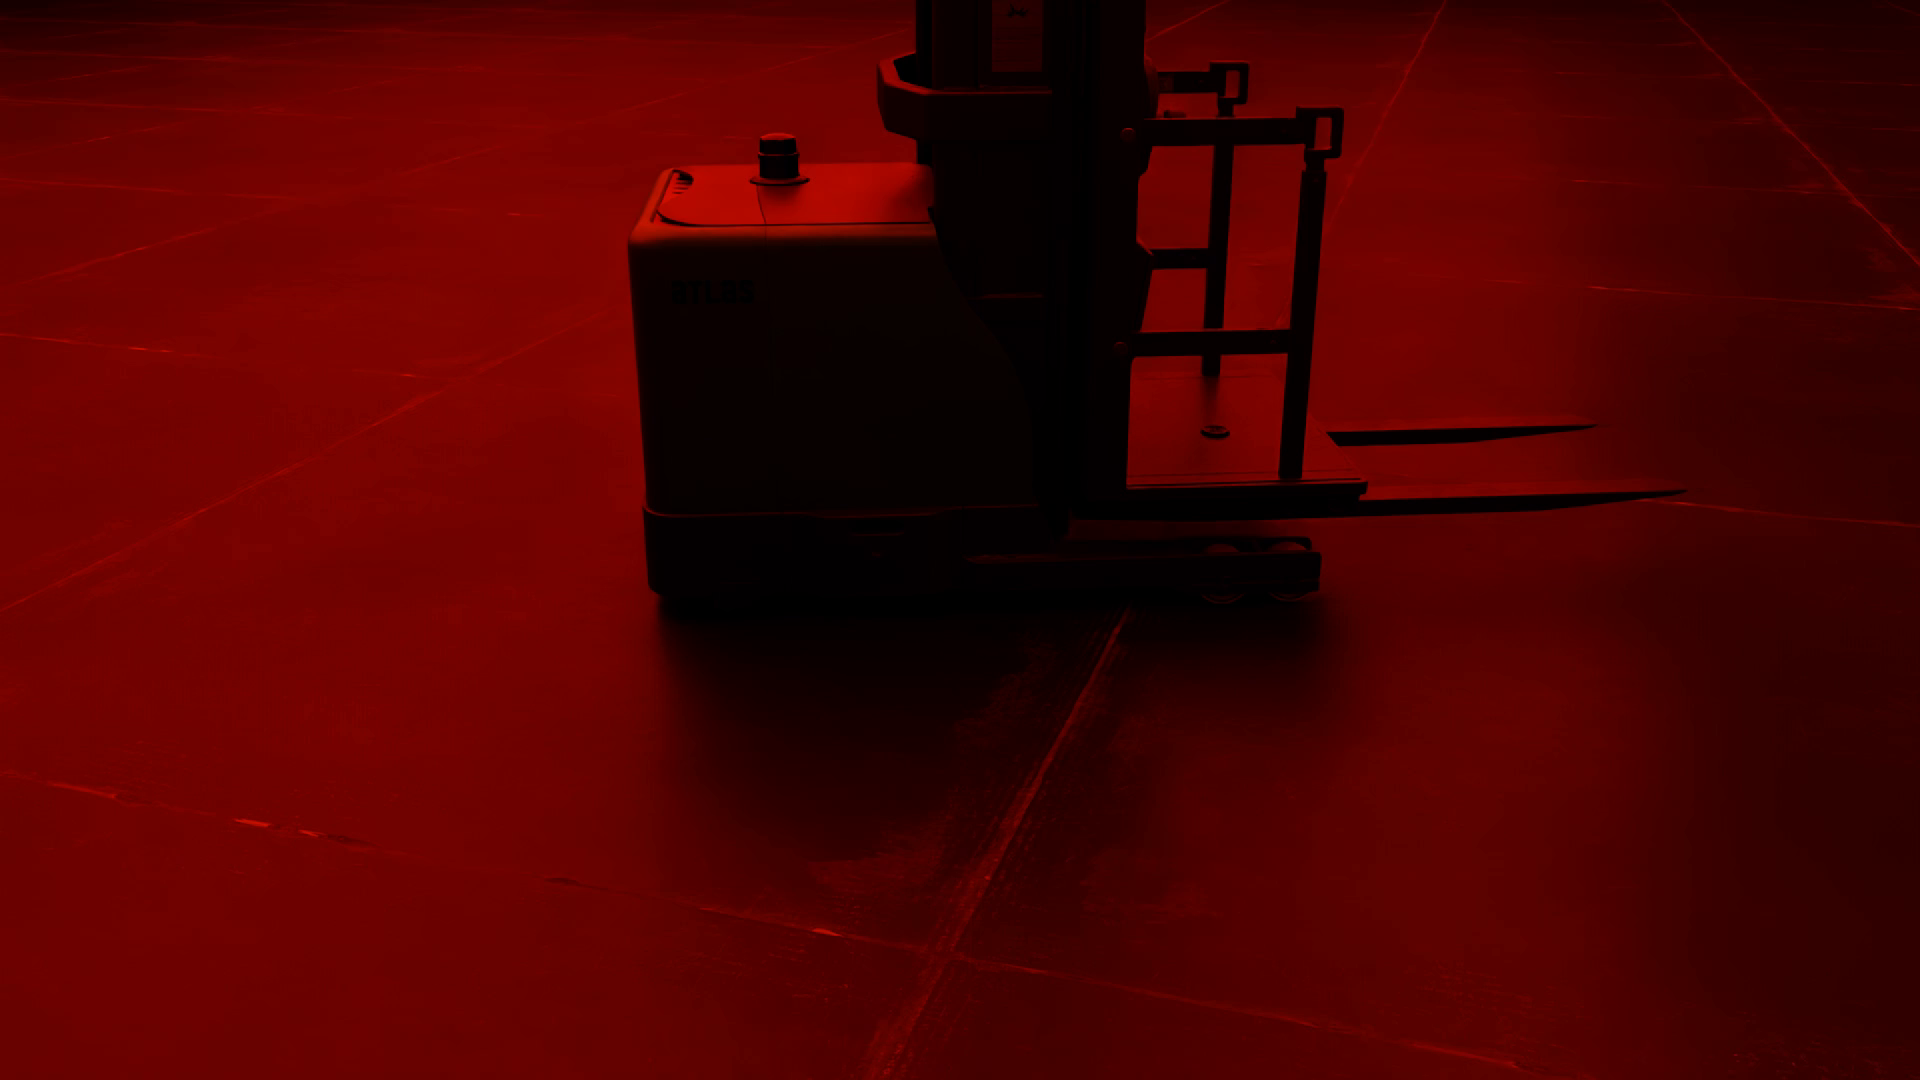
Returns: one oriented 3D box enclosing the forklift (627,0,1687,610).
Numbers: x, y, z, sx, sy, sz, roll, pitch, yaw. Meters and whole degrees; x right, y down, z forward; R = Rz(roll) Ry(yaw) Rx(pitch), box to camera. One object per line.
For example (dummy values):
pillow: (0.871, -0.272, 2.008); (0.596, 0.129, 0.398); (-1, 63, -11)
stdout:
forklift: (0.606, -1.374, 4.608); (3.031, 2.935, 1.130); (-2, 23, -4)
